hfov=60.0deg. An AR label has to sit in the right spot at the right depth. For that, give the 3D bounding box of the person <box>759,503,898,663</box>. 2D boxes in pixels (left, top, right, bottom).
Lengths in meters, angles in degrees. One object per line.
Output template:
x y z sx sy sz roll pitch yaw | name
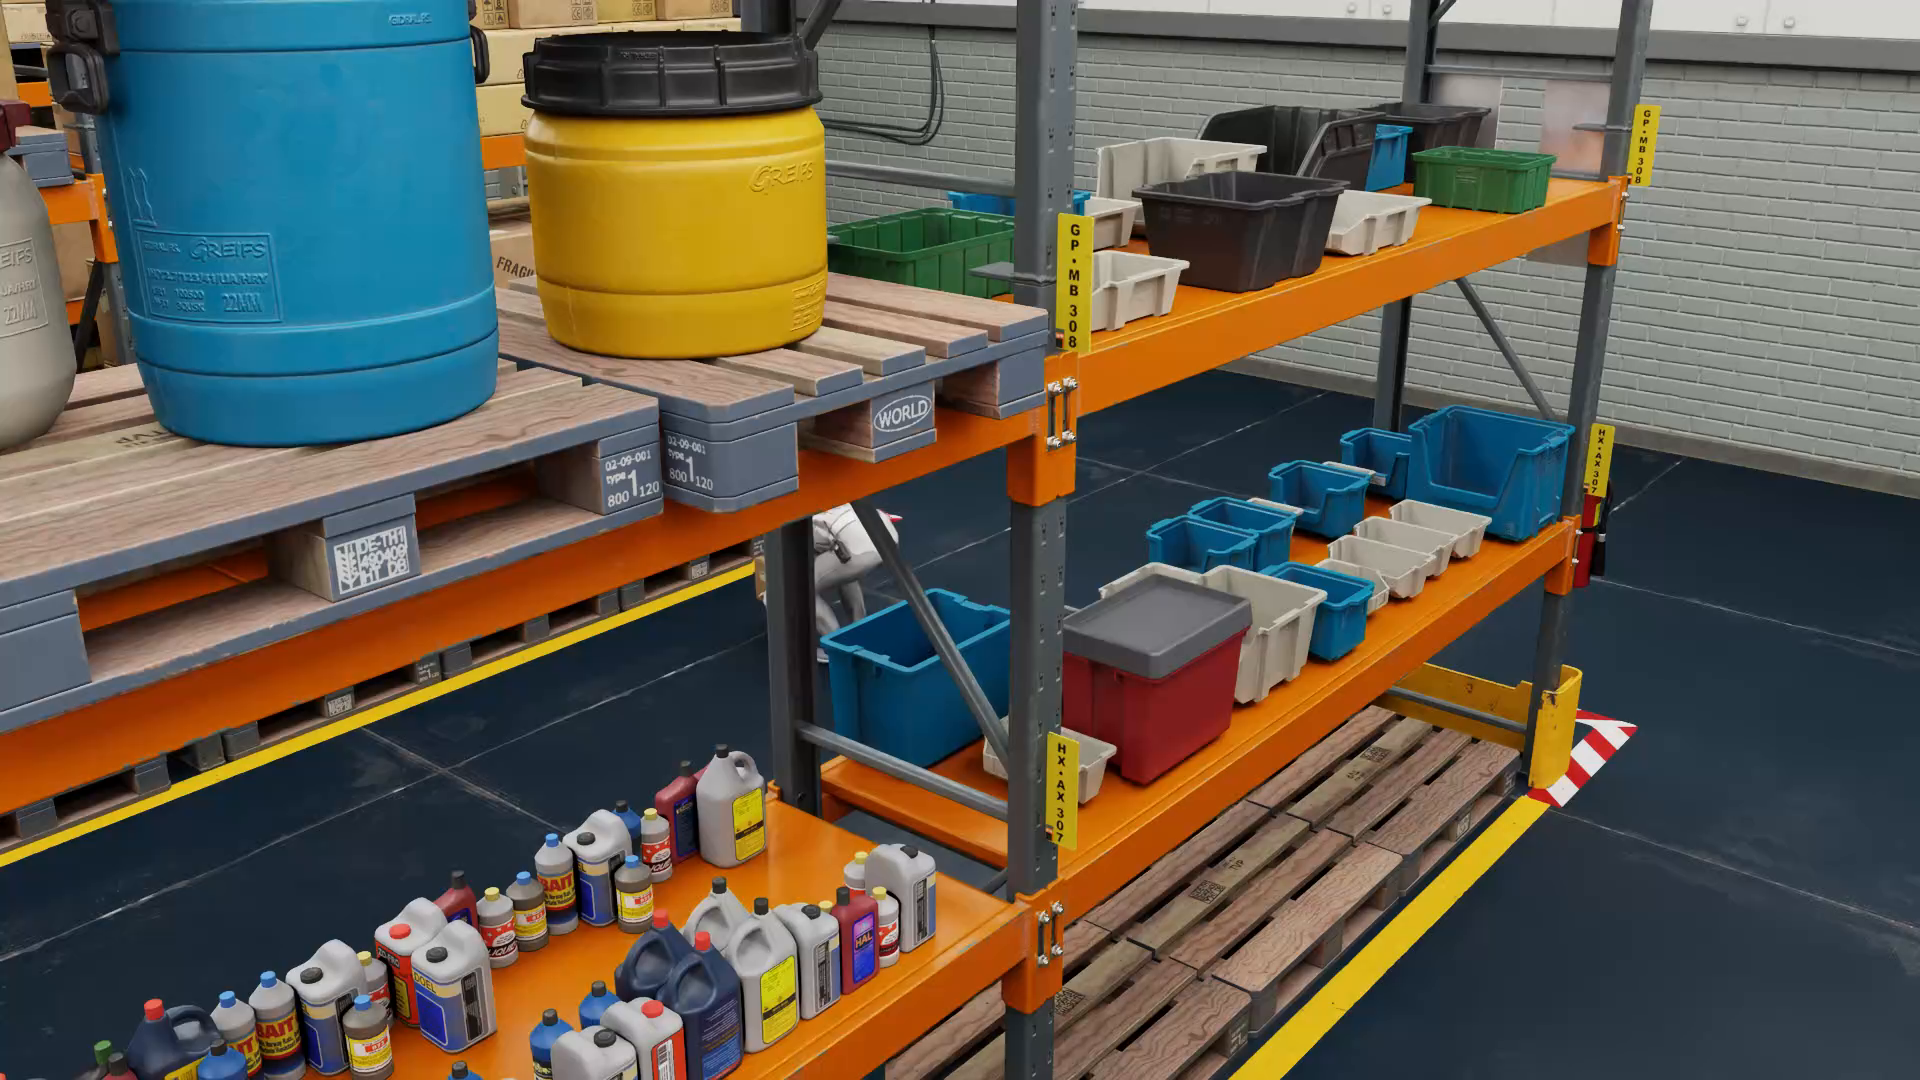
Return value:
-0.762 0.143 9.165 0.917 0.991 0.460 15 25 34 | person
